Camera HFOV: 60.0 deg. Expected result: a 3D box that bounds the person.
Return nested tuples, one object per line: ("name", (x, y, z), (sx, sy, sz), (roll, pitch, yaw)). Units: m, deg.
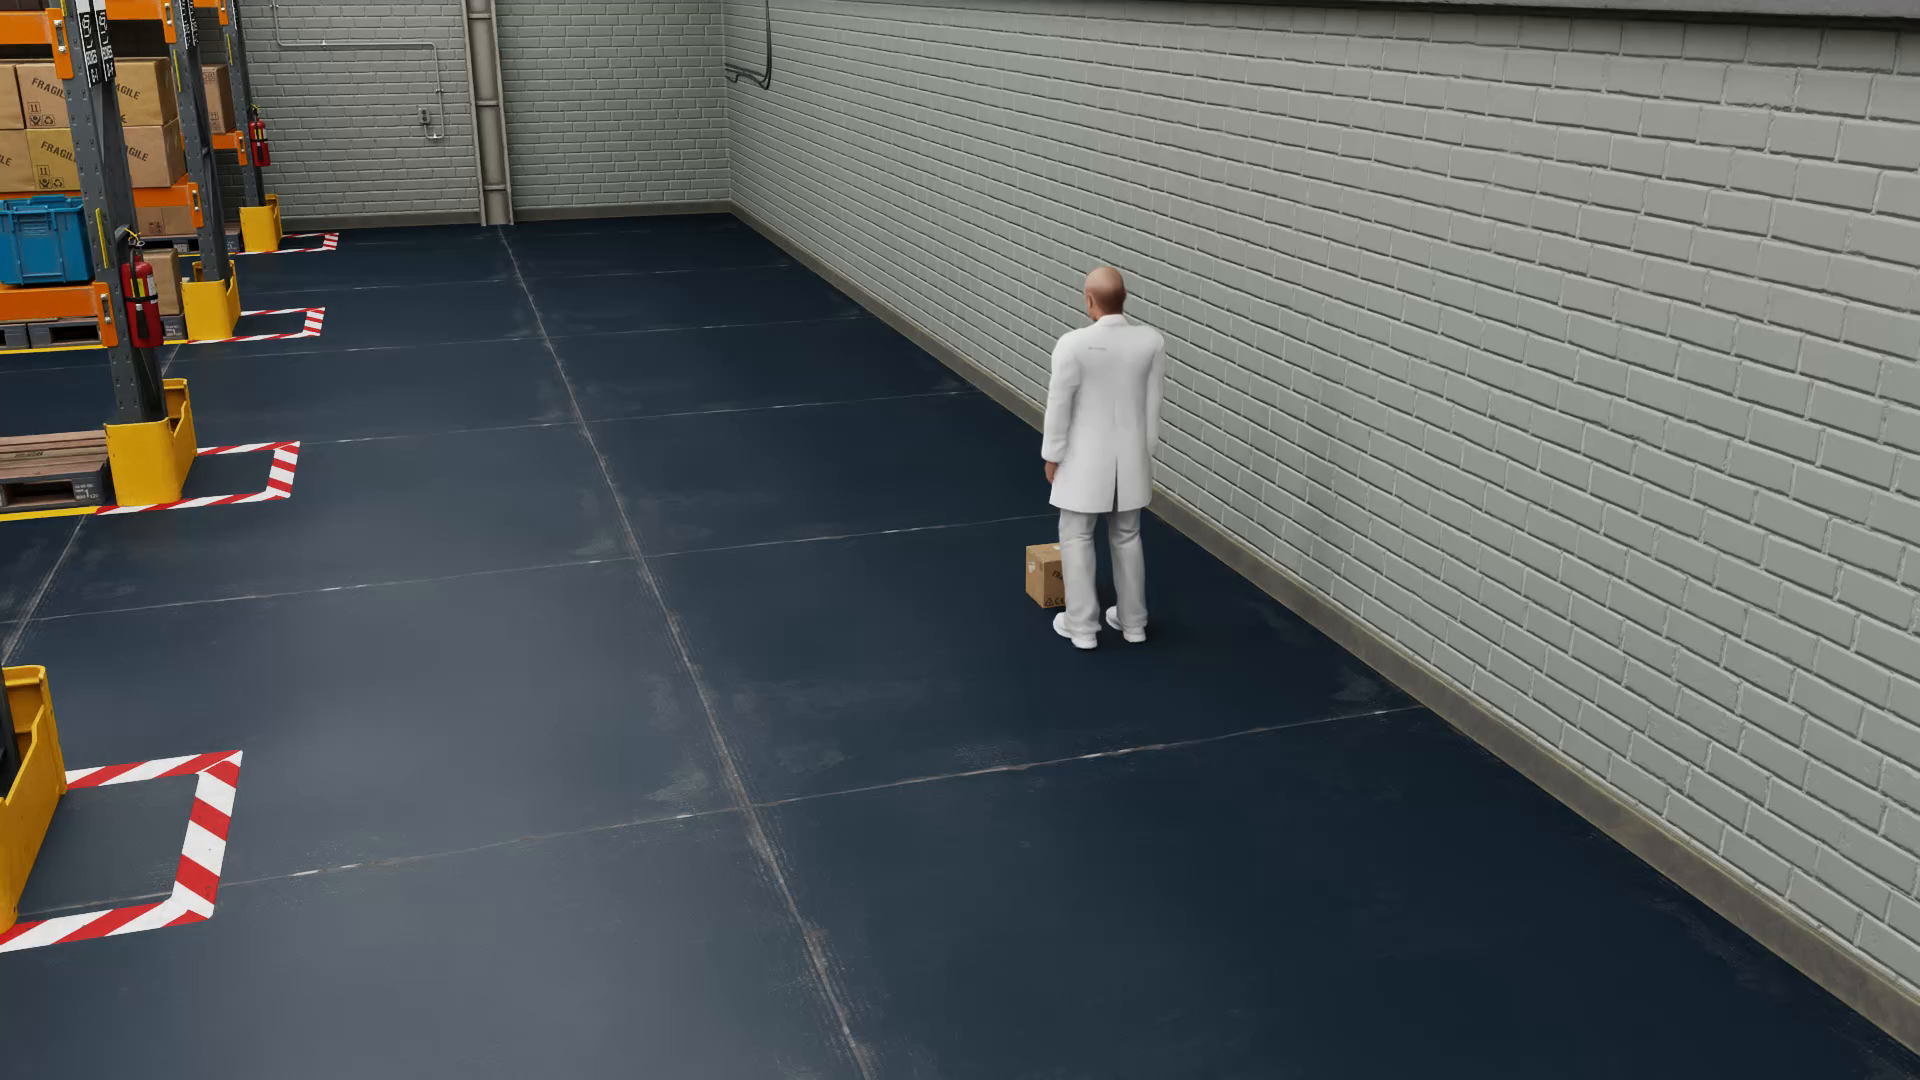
("person", (0.647, -0.380, 7.709), (0.562, 1.773, 0.379), (-6, 20, -16))
